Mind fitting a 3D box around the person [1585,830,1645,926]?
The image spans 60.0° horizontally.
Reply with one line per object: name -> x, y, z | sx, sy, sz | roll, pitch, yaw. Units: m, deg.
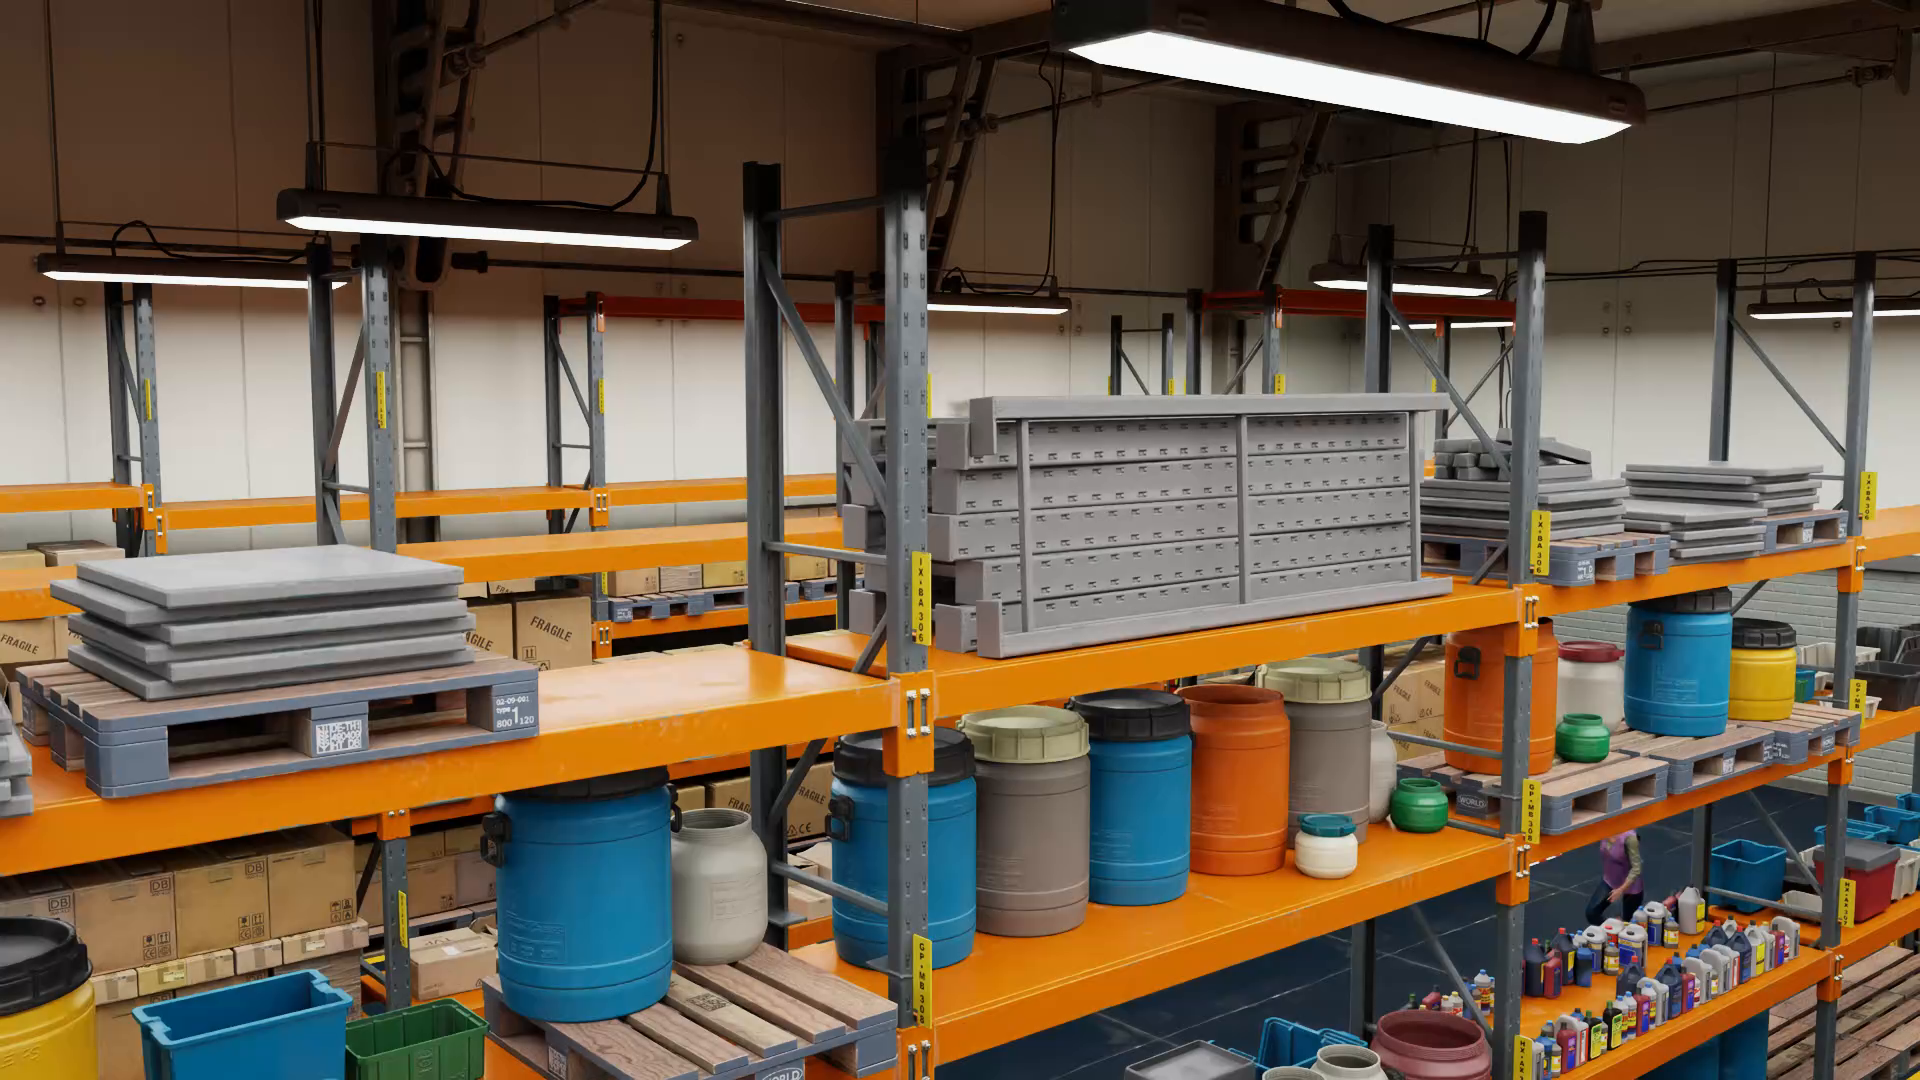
person -> 5.748, 3.004, 14.382 | 0.727, 1.531, 0.526 | -2, 6, -24
